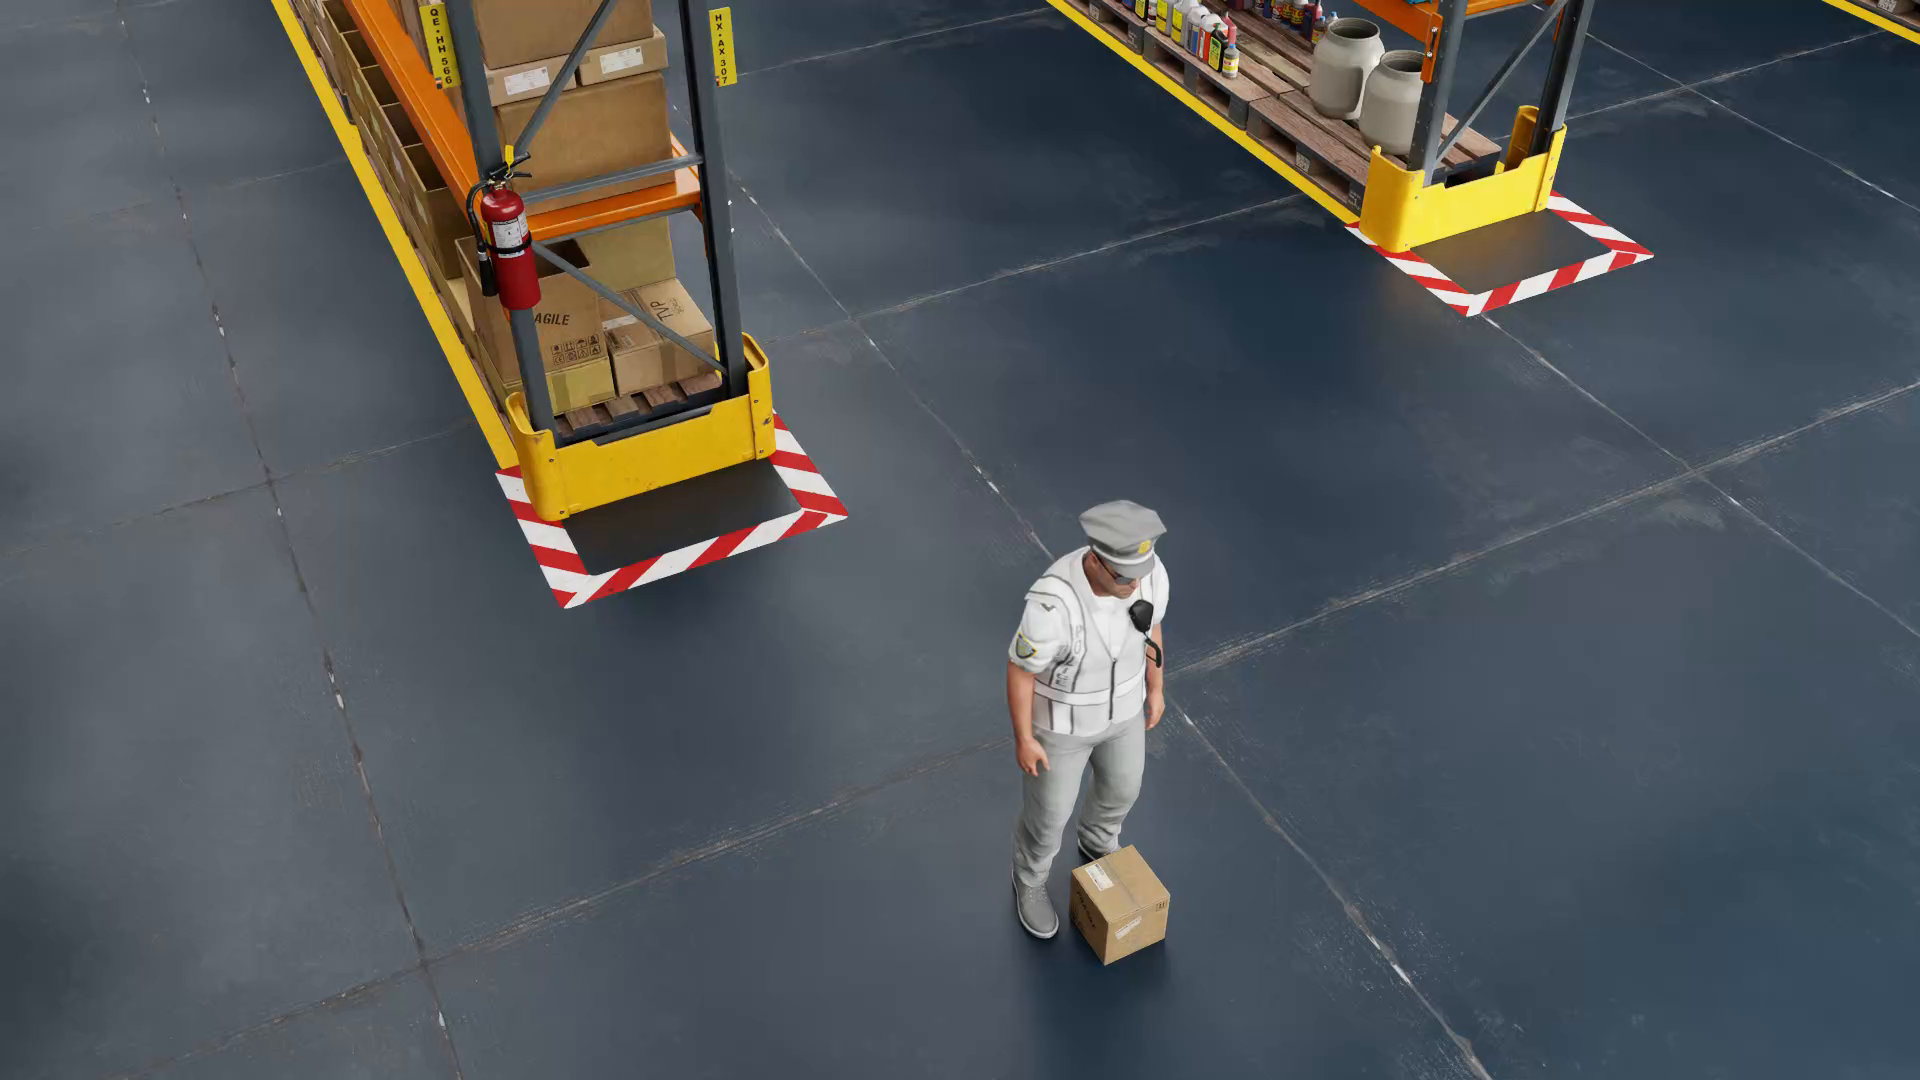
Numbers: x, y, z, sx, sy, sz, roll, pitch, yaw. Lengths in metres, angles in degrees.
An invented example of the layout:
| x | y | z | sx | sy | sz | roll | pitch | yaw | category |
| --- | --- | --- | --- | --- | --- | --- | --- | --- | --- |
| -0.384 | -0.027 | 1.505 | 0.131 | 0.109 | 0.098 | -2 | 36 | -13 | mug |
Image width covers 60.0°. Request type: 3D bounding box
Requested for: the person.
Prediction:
| x | y | z | sx | sy | sz | roll | pitch | yaw | category |
| --- | --- | --- | --- | --- | --- | --- | --- | --- | --- |
| 0.415 | 0.555 | 5.517 | 0.588 | 1.744 | 0.433 | -21 | 45 | -22 | person |
